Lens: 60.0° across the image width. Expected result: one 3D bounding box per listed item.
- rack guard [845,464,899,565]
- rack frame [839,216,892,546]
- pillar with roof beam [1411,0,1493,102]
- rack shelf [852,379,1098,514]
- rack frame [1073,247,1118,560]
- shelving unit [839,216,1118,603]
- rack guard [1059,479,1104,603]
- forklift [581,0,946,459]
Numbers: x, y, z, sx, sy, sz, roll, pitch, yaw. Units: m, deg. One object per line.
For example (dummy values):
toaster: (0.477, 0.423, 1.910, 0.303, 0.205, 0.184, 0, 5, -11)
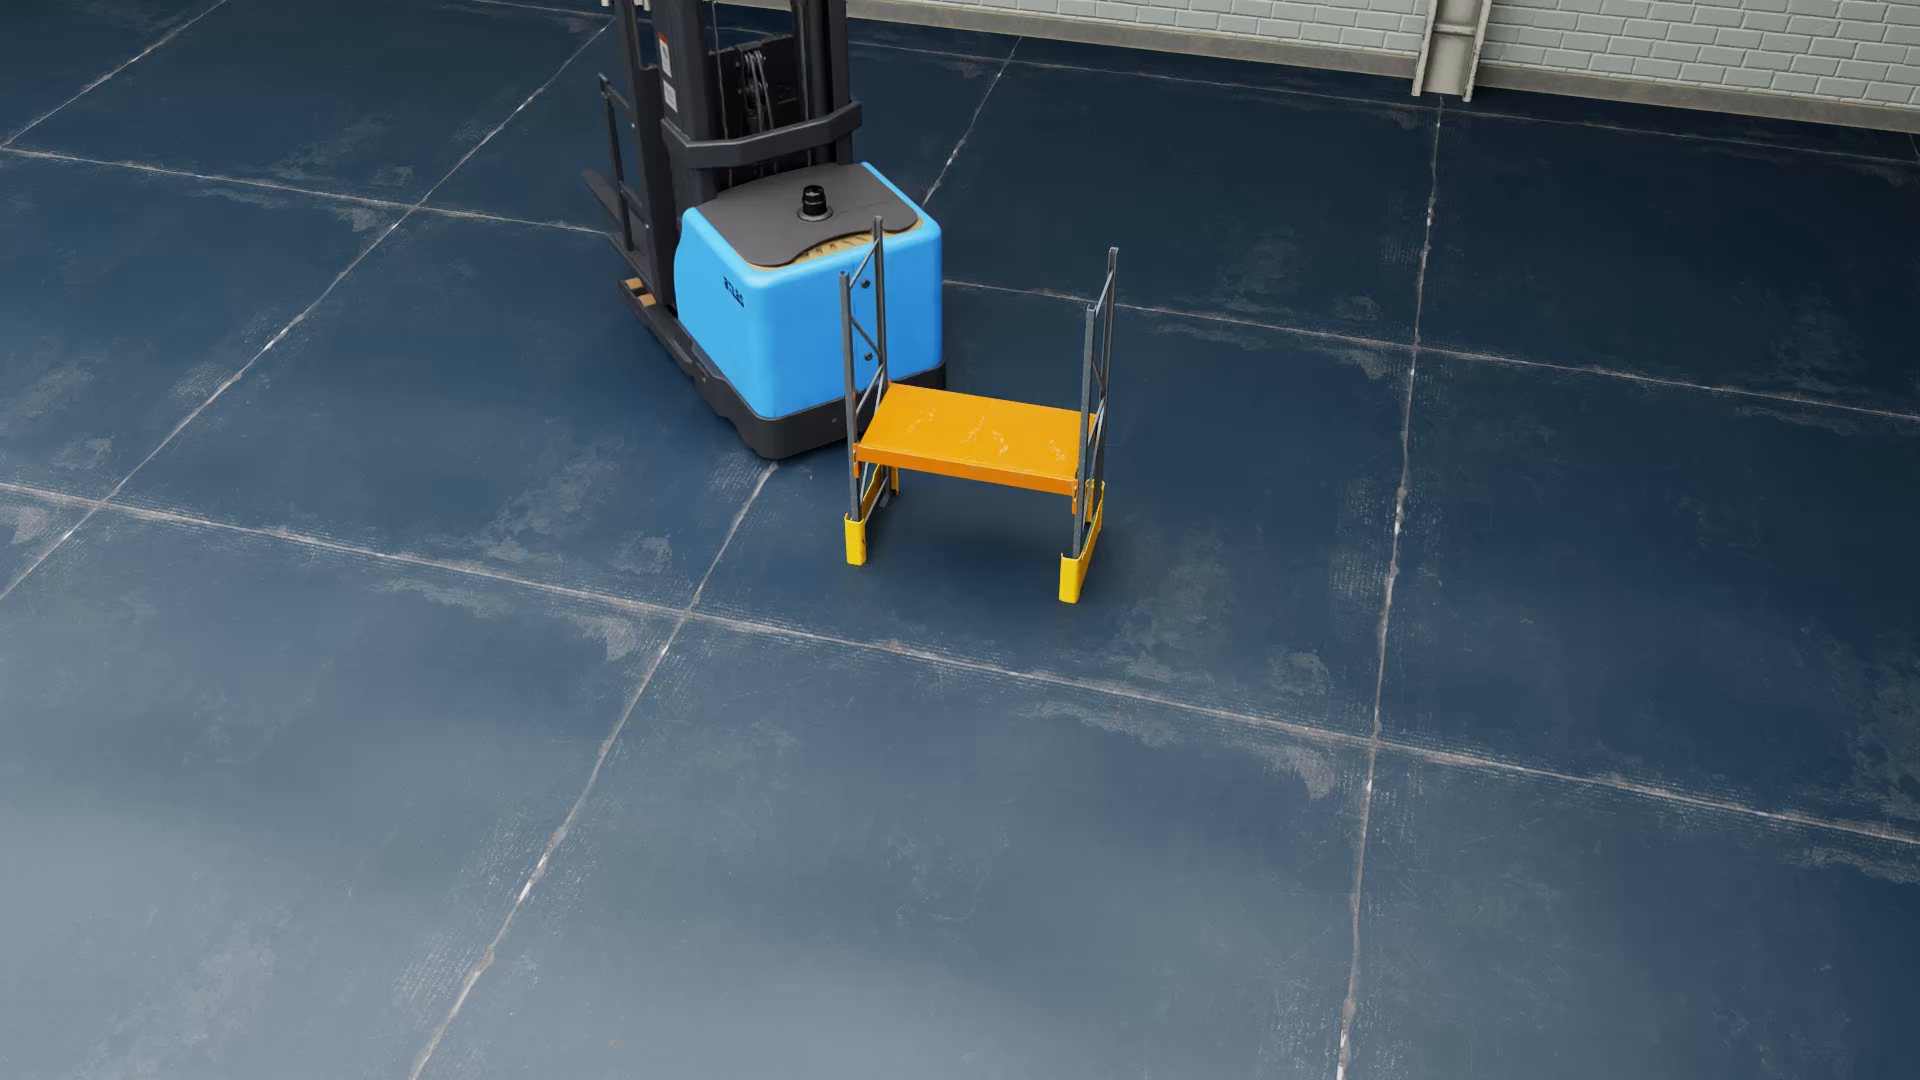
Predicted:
rack guard: (-0.407, -0.166, 7.753, 0.087, 0.250, 0.587, 10, 41, 11)
rack frame: (-0.409, -0.645, 7.351, 0.032, 1.500, 0.500, 10, 41, 11)
pillar with roof beam: (2.207, -3.875, 5.367, 0.400, 9.000, 9.100, 10, 41, 11)
rack shelf: (0.082, -0.422, 7.366, 1.000, 0.185, 0.538, 10, 41, 11)
rack frame: (0.573, -0.476, 7.150, 0.032, 1.500, 0.500, 10, 41, 11)
shelving unit: (0.074, -0.562, 7.253, 1.083, 1.500, 0.587, 10, 41, 11)
rack guard: (0.555, 0.000, 7.556, 0.087, 0.250, 0.587, 10, 41, 11)
forklift: (-1.245, -2.446, 8.384, 1.130, 2.935, 3.031, -20, 44, -23)
